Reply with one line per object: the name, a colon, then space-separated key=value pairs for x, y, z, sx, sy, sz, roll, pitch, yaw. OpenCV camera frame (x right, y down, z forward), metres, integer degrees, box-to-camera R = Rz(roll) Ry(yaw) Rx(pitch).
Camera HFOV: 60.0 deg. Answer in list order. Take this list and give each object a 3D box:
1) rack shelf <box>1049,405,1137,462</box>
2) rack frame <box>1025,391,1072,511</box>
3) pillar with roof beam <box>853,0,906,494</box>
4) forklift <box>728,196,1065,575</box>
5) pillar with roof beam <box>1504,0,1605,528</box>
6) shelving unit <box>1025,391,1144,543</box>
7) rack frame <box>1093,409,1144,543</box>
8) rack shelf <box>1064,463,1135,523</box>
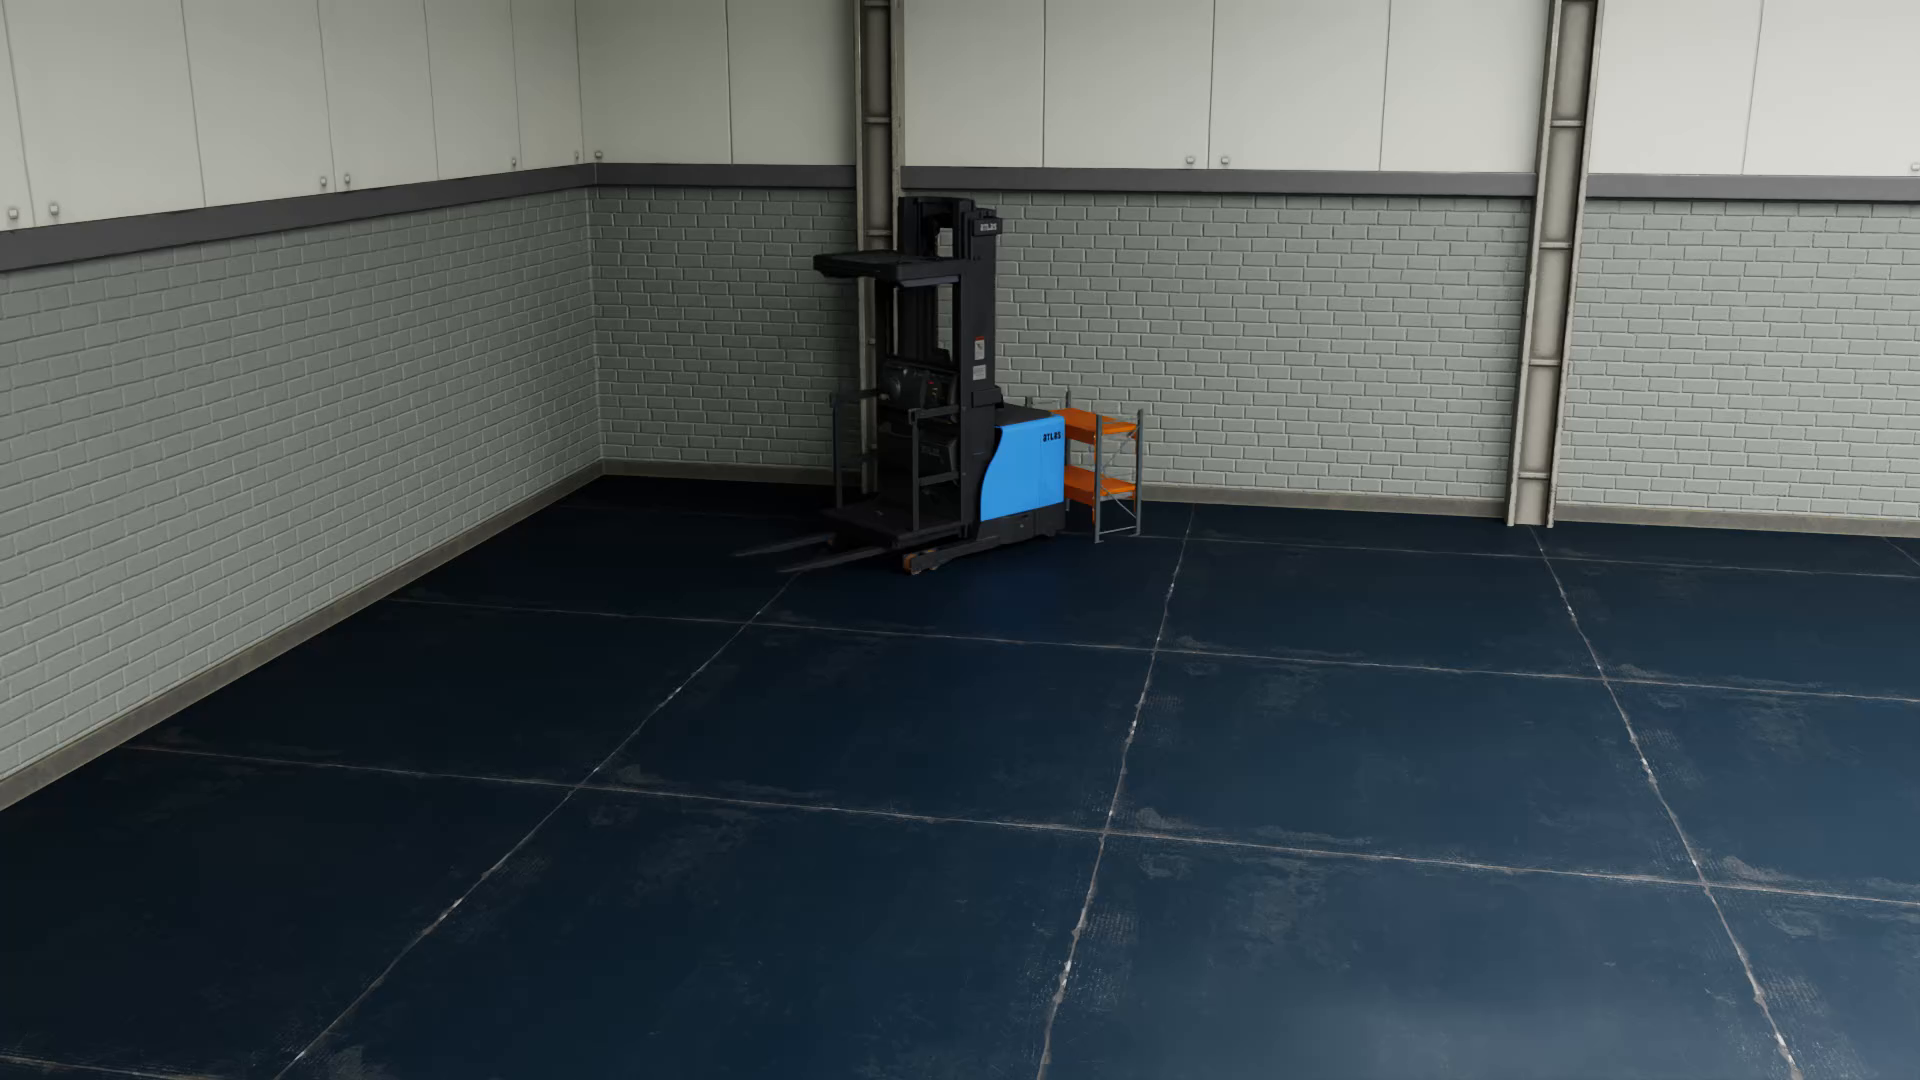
rack shelf: x=1.088 y=-0.950 z=14.716 sx=0.538 sy=0.278 sz=1.000 roll=-10 pitch=18 yaw=-33
rack frame: x=0.804 y=-0.780 z=15.200 sx=0.500 sy=1.125 sz=0.032 roll=-10 pitch=18 yaw=-33
pillar with roof beam: x=-1.591 y=-3.689 z=10.954 sx=0.400 sy=9.000 sz=9.100 roll=3 pitch=16 yaw=11
forklift: x=-0.504 y=-1.287 z=13.649 sx=3.031 sy=2.935 sz=1.130 roll=-14 pitch=21 yaw=-41
pillar with roof beam: x=4.289 y=-3.370 z=9.802 sx=0.400 sy=9.000 sz=9.100 roll=3 pitch=16 yaw=11
shelving unit: x=1.088 y=-0.668 z=14.794 sx=0.538 sy=1.125 sz=1.048 roll=-10 pitch=18 yaw=-33
rack frame: x=1.372 y=-0.555 z=14.388 sx=0.500 sy=1.125 sz=0.032 roll=-10 pitch=18 yaw=-33
rack shelf: x=1.088 y=-0.432 z=14.859 sx=0.538 sy=0.278 sz=1.000 roll=-10 pitch=18 yaw=-33
